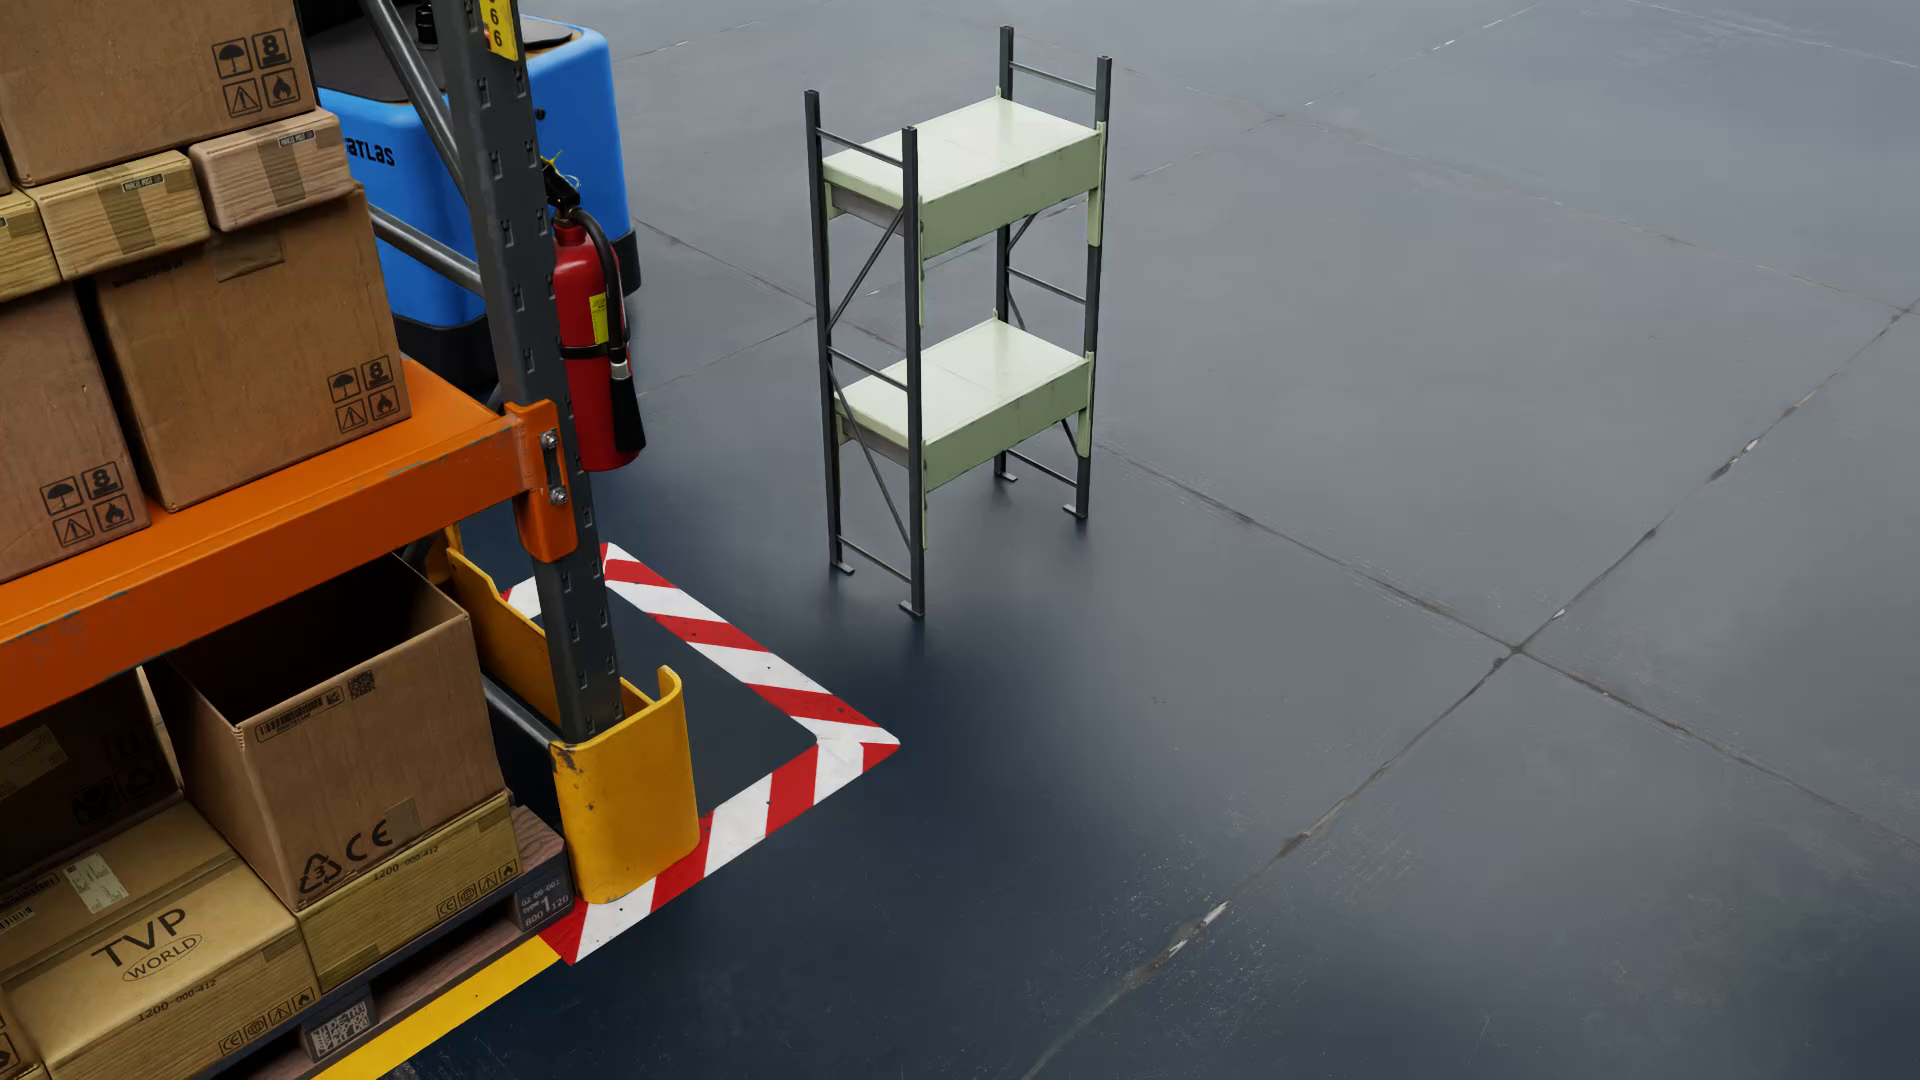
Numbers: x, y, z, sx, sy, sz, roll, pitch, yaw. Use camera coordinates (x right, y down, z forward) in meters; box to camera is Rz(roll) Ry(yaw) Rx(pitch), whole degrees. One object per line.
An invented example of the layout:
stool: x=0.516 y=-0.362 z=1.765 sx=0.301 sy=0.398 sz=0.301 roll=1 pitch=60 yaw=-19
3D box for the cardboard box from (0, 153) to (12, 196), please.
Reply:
cardboard box: x=-1.919 y=-0.786 z=2.533 sx=0.700 sy=0.500 sz=0.500 roll=28 pitch=44 yaw=34

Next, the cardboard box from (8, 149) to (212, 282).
cardboard box: x=-1.494 y=-0.603 z=2.838 sx=0.250 sy=0.149 sz=0.380 roll=-29 pitch=44 yaw=-35

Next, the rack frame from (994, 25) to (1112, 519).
rack frame: x=0.263 y=-0.766 z=5.038 sx=0.400 sy=1.500 sz=0.023 roll=30 pitch=45 yaw=35

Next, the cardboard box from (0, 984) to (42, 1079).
cardboard box: x=-2.038 y=0.763 z=2.915 sx=0.500 sy=0.500 sz=0.500 roll=30 pitch=45 yaw=35

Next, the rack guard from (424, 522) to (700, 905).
rack guard: x=-1.160 y=0.381 z=4.267 sx=1.175 sy=0.500 sz=0.348 roll=30 pitch=45 yaw=35

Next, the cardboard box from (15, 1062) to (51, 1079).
cardboard box: x=-2.040 y=1.069 z=3.131 sx=0.500 sy=0.250 sz=0.500 roll=30 pitch=45 yaw=35

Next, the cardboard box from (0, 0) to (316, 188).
cardboard box: x=-1.552 y=-1.002 z=2.843 sx=0.500 sy=0.500 sz=0.700 roll=-30 pitch=45 yaw=-35

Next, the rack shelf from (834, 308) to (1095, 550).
rack shelf: x=0.005 y=-0.350 z=5.011 sx=0.431 sy=0.370 sz=0.720 roll=30 pitch=45 yaw=35

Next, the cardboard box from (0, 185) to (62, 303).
cardboard box: x=-1.675 y=-0.499 z=2.689 sx=0.380 sy=0.149 sz=0.250 roll=29 pitch=44 yaw=35

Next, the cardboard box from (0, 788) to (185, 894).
cardboard box: x=-2.062 y=0.654 z=3.727 sx=0.500 sy=0.250 sz=0.500 roll=30 pitch=45 yaw=35

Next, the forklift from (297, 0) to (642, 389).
forklift: x=-2.792 y=-2.350 z=6.057 sx=3.031 sy=2.935 sz=1.130 roll=18 pitch=39 yaw=24

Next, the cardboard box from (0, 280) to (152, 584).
cardboard box: x=-1.882 y=-0.276 z=2.936 sx=0.500 sy=0.500 sz=0.700 roll=-29 pitch=44 yaw=-35

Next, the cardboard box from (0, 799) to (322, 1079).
cardboard box: x=-1.689 y=0.866 z=3.423 sx=0.500 sy=0.250 sz=0.500 roll=30 pitch=45 yaw=35

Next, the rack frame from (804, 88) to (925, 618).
rack frame: x=-0.253 y=-0.469 z=4.612 sx=0.400 sy=1.500 sz=0.023 roll=30 pitch=45 yaw=35

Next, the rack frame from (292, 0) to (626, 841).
rack frame: x=-1.177 y=-0.634 z=3.538 sx=1.000 sy=3.000 sz=0.127 roll=30 pitch=45 yaw=35

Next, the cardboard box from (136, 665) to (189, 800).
cardboard box: x=-1.713 y=0.449 z=4.020 sx=0.500 sy=0.250 sz=0.500 roll=30 pitch=45 yaw=35

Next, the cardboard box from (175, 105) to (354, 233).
cardboard box: x=-1.311 y=-0.710 z=2.991 sx=0.380 sy=0.149 sz=0.250 roll=29 pitch=44 yaw=35

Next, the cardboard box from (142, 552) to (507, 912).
cardboard box: x=-1.344 y=0.351 z=3.505 sx=0.500 sy=0.500 sz=0.500 roll=30 pitch=45 yaw=35

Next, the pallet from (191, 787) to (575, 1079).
pallet: x=-1.686 y=0.837 z=3.866 sx=1.003 sy=0.211 sz=1.213 roll=30 pitch=45 yaw=35

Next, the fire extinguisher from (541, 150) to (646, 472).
fire extinguisher: x=-0.764 y=-0.463 z=3.360 sx=0.296 sy=0.674 sz=0.183 roll=30 pitch=45 yaw=35

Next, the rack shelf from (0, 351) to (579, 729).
rack shelf: x=-2.586 y=0.473 z=2.579 sx=1.077 sy=0.370 sz=4.000 roll=30 pitch=45 yaw=35

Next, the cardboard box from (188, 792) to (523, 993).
cardboard box: x=-1.345 y=0.658 z=3.721 sx=0.500 sy=0.250 sz=0.500 roll=30 pitch=45 yaw=35

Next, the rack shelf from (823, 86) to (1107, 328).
rack shelf: x=0.005 y=-0.938 z=4.602 sx=0.431 sy=0.370 sz=0.720 roll=30 pitch=45 yaw=35

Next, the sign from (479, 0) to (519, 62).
sign: x=-0.802 y=-0.982 z=2.817 sx=0.100 sy=0.325 sz=0.005 roll=30 pitch=45 yaw=35

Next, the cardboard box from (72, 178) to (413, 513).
cardboard box: x=-1.515 y=-0.491 z=3.245 sx=0.700 sy=0.500 sz=0.500 roll=30 pitch=45 yaw=35

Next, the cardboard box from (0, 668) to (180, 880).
cardboard box: x=-2.064 y=0.345 z=3.514 sx=0.500 sy=0.500 sz=0.500 roll=30 pitch=45 yaw=35

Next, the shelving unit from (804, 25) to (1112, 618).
shelving unit: x=0.005 y=-0.618 z=4.825 sx=0.431 sy=1.500 sz=0.755 roll=30 pitch=45 yaw=35
